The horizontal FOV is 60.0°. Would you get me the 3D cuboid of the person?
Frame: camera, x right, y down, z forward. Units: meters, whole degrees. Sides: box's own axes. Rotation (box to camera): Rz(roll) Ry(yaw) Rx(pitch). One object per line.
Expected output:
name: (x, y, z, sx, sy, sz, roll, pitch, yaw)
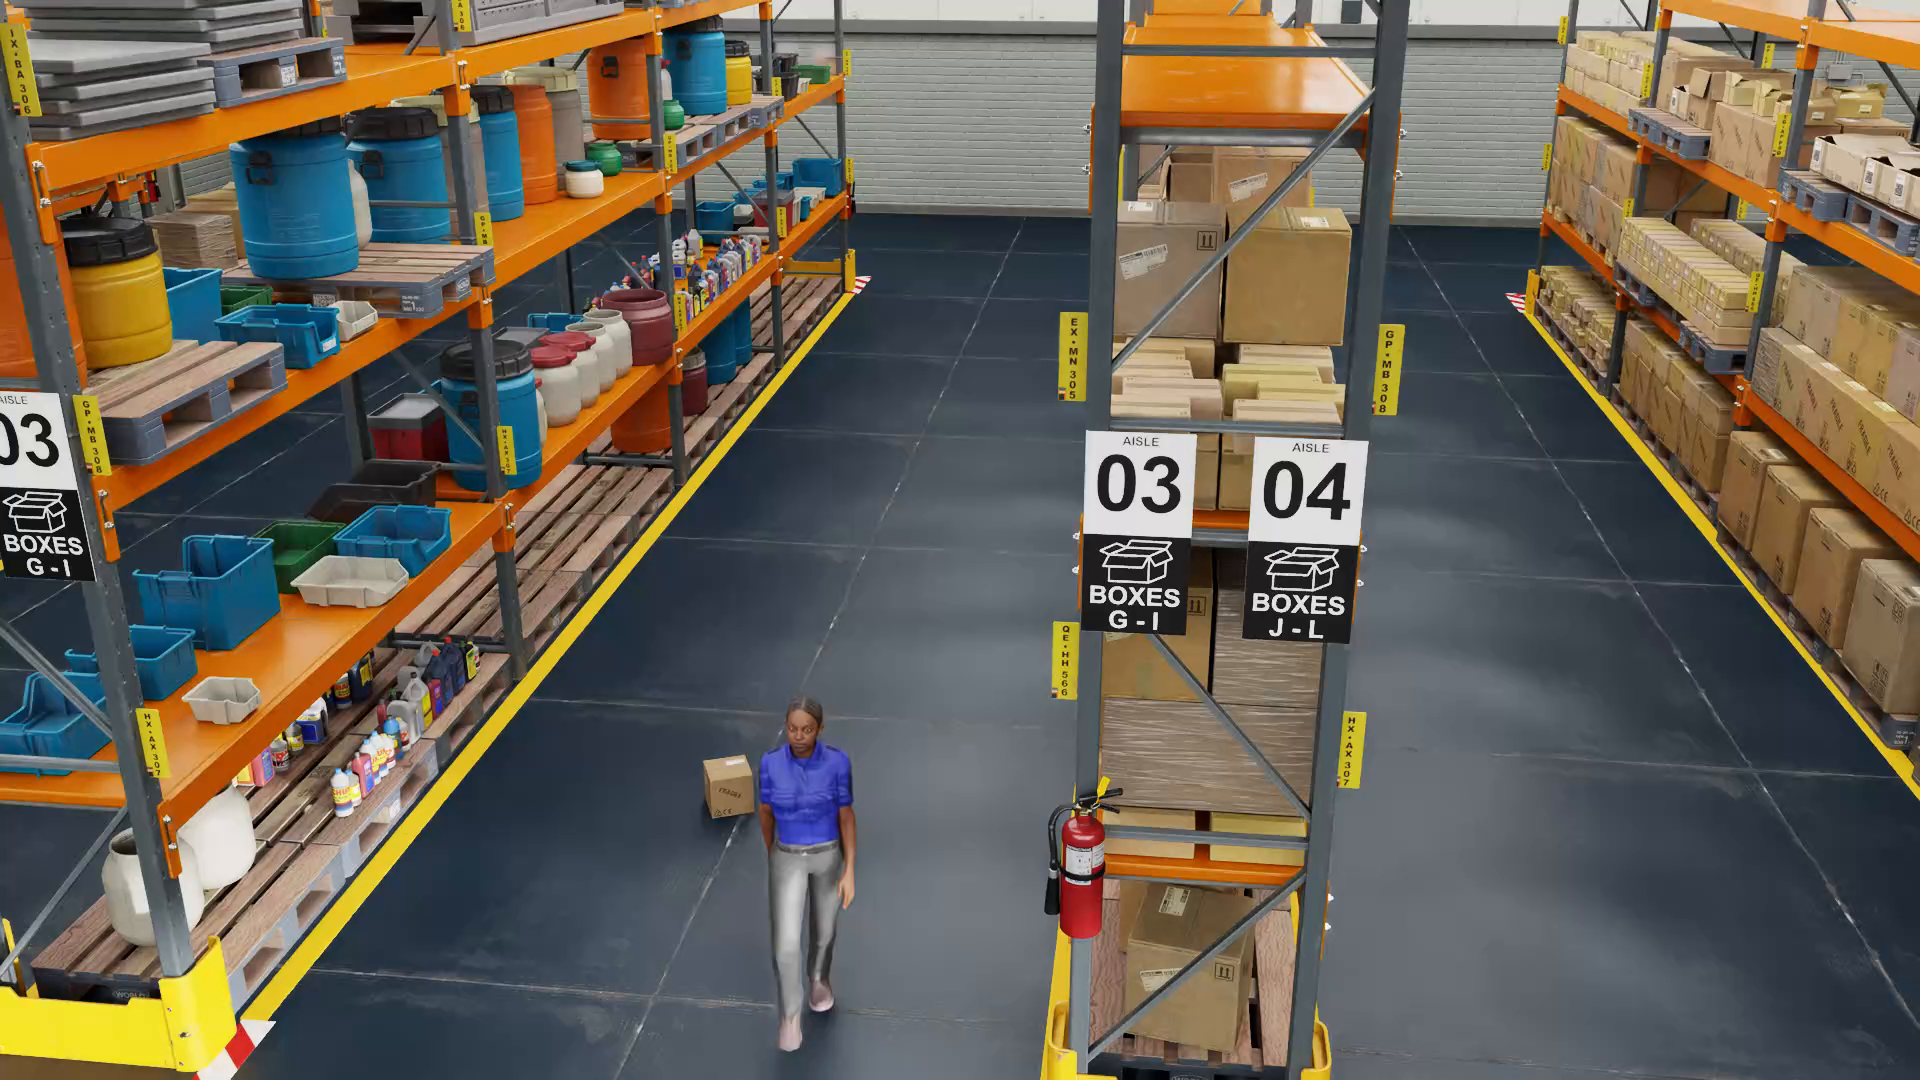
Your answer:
person: (-0.693, 1.521, 7.647, 0.435, 1.722, 0.530, -3, 21, -7)
